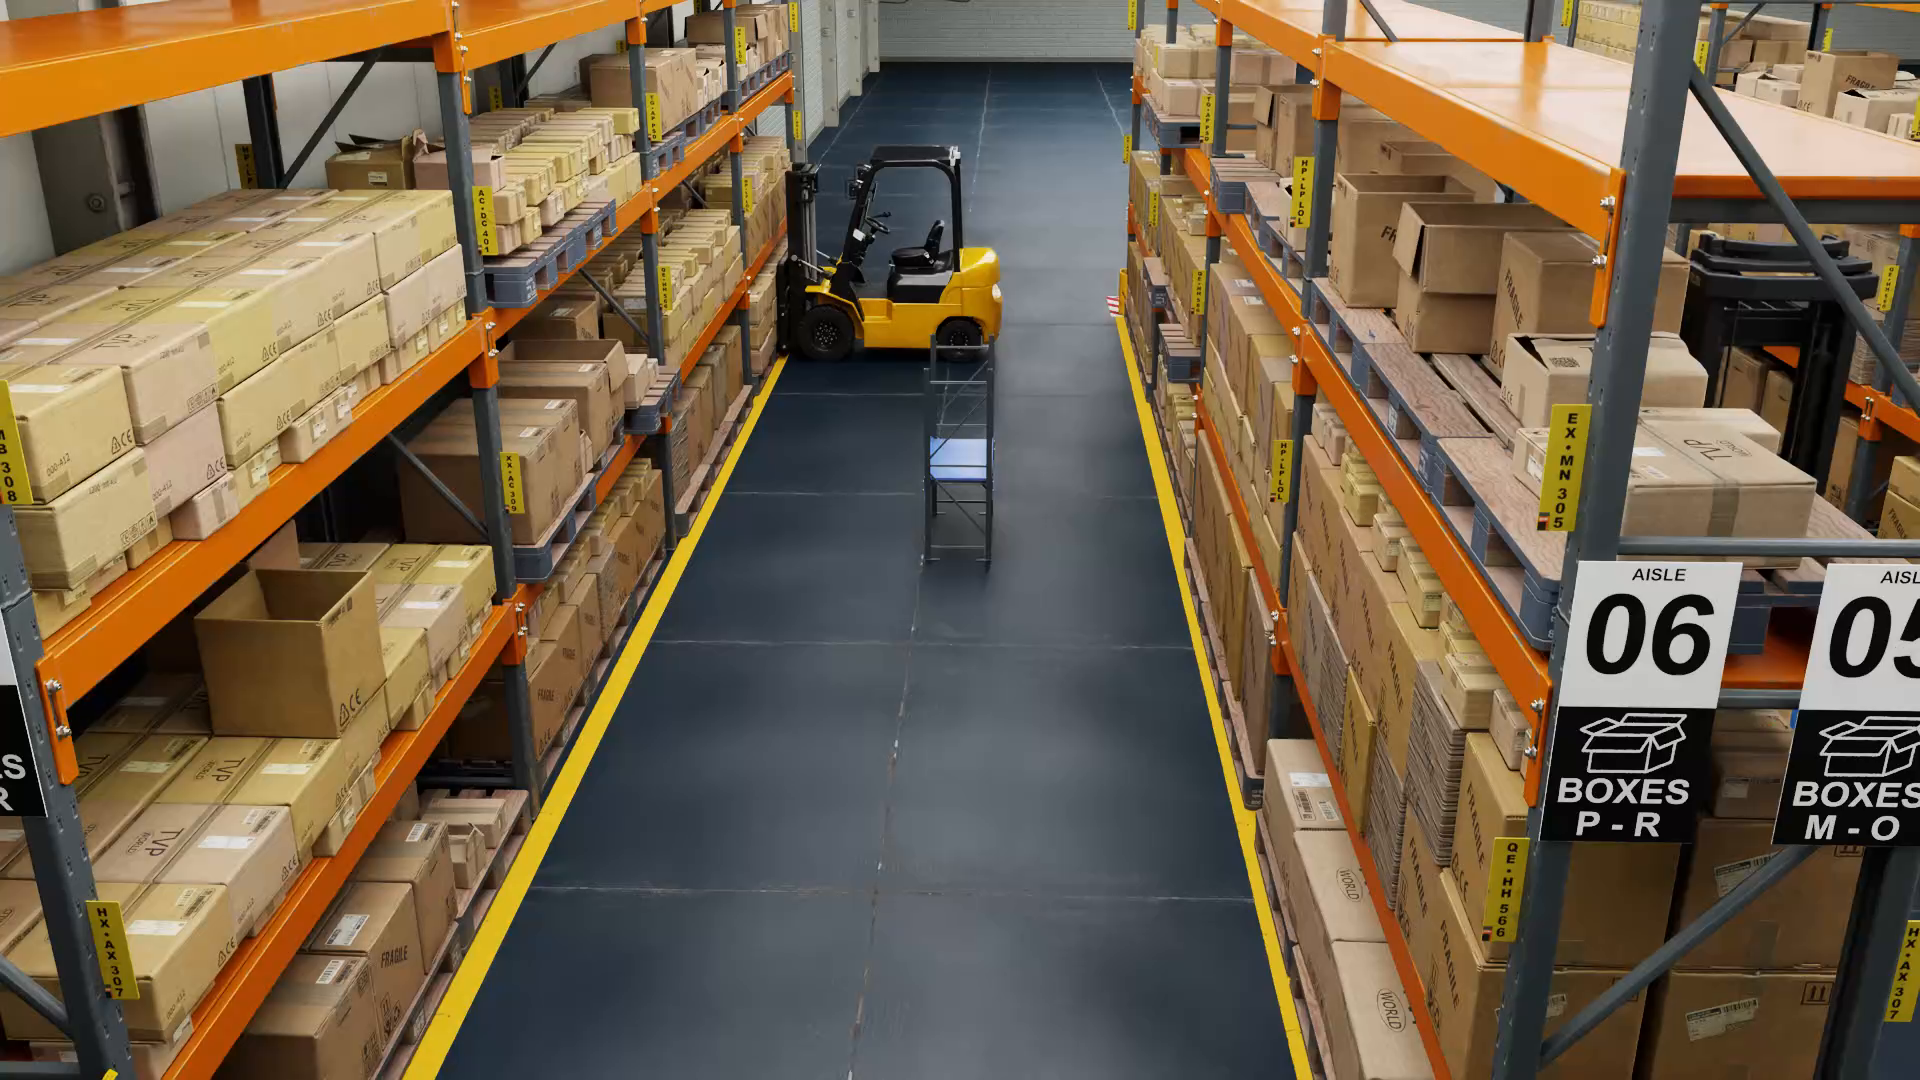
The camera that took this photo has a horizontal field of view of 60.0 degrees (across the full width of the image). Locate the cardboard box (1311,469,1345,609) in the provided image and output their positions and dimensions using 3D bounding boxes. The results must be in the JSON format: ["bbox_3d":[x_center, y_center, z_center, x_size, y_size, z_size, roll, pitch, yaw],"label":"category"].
[{"bbox_3d":[1.867,0.004,7.352,0.500,0.500,0.500,0,21,1],"label":"cardboard box"}]

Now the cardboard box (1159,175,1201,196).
[{"bbox_3d":[2.021,-3.245,15.220,0.380,0.149,0.250,1,21,1],"label":"cardboard box"}]

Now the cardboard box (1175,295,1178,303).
[{"bbox_3d":[2.009,-2.043,13.913,0.380,0.149,0.250,0,21,0],"label":"cardboard box"}]

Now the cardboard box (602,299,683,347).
[{"bbox_3d":[-2.412,-1.656,12.666,0.500,0.250,0.500,1,21,2],"label":"cardboard box"}]

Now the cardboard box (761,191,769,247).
[{"bbox_3d":[-2.285,-3.357,17.396,0.500,0.500,0.500,0,21,1],"label":"cardboard box"}]

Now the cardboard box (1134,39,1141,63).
[{"bbox_3d":[2.228,-5.463,18.610,0.500,0.250,0.500,0,21,1],"label":"cardboard box"}]

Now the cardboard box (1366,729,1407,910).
[{"bbox_3d":[1.810,1.019,6.117,0.500,0.500,0.500,1,21,3],"label":"cardboard box"}]

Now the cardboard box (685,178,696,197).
[{"bbox_3d":[-2.816,-3.478,16.400,0.380,0.149,0.250,0,21,0],"label":"cardboard box"}]

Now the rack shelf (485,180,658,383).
[{"bbox_3d":[-2.756,-1.675,10.047,1.077,0.370,4.000,1,21,2],"label":"rack shelf"}]

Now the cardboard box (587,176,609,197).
[{"bbox_3d":[-2.497,-2.113,10.388,0.500,0.250,0.500,1,21,2],"label":"cardboard box"}]

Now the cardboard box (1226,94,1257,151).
[{"bbox_3d":[2.305,-3.069,12.508,0.700,0.500,0.500,1,21,2],"label":"cardboard box"}]

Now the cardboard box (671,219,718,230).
[{"bbox_3d":[-2.411,-2.823,15.123,0.380,0.149,0.250,1,21,2],"label":"cardboard box"}]

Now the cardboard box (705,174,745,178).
[{"bbox_3d":[-2.351,-3.569,16.634,0.380,0.149,0.250,0,21,1],"label":"cardboard box"}]

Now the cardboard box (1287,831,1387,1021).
[{"bbox_3d":[1.992,1.713,7.430,0.875,0.438,0.875,0,21,0],"label":"cardboard box"}]

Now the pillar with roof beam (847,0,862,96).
[{"bbox_3d":[1.659,-15.413,40.312,9.100,9.000,0.400,1,21,2],"label":"pillar with roof beam"}]

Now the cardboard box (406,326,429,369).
[{"bbox_3d":[-2.560,-0.851,7.277,0.380,0.149,0.250,1,21,3],"label":"cardboard box"}]

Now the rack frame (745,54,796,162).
[{"bbox_3d":[-2.452,-4.228,19.778,1.000,3.000,0.127,1,21,2],"label":"rack frame"}]

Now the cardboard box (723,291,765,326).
[{"bbox_3d":[-2.245,-2.333,16.733,0.500,0.250,0.500,0,21,1],"label":"cardboard box"}]

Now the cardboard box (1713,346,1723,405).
[{"bbox_3d":[7.410,-1.632,15.617,1.050,0.750,0.750,1,21,1],"label":"cardboard box"}]

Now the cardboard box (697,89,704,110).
[{"bbox_3d":[-2.327,-3.625,13.707,0.380,0.149,0.250,0,21,1],"label":"cardboard box"}]

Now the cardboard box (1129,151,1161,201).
[{"bbox_3d":[2.218,-4.191,19.135,0.500,0.500,0.500,0,21,1],"label":"cardboard box"}]

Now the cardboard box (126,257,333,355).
[{"bbox_3d":[-2.632,-0.850,6.032,0.500,0.250,0.500,1,21,3],"label":"cardboard box"}]

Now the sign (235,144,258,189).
[{"bbox_3d":[-3.371,-1.717,7.901,0.100,0.325,0.005,1,21,2],"label":"sign"}]

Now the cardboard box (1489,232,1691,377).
[{"bbox_3d":[2.235,-0.804,5.950,0.500,0.500,0.500,1,21,3],"label":"cardboard box"}]

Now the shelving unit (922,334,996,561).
[{"bbox_3d":[0.003,-0.730,12.837,0.538,1.500,1.048,1,21,2],"label":"shelving unit"}]

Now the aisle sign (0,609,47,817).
[{"bbox_3d":[-2.647,0.373,4.326,0.394,0.787,0.004,1,21,2],"label":"aisle sign"}]

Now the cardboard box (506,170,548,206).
[{"bbox_3d":[-2.382,-1.843,8.702,0.380,0.149,0.250,0,21,1],"label":"cardboard box"}]

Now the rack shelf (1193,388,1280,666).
[{"bbox_3d":[2.206,-0.223,10.452,1.077,0.370,4.000,1,21,2],"label":"rack shelf"}]

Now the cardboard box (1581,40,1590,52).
[{"bbox_3d":[7.123,-5.467,18.455,0.380,0.149,0.250,1,21,2],"label":"cardboard box"}]

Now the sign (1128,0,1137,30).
[{"bbox_3d":[1.968,-5.986,18.955,0.100,0.325,0.005,1,21,2],"label":"sign"}]

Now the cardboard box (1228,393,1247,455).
[{"bbox_3d":[1.931,-0.714,10.239,0.500,0.250,0.500,1,21,3],"label":"cardboard box"}]

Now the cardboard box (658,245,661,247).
[{"bbox_3d":[-2.870,-2.582,15.053,0.500,0.250,0.500,0,21,1],"label":"cardboard box"}]

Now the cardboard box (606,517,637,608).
[{"bbox_3d":[-2.532,0.160,11.345,0.500,0.500,0.500,2,21,4],"label":"cardboard box"}]

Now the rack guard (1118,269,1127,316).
[{"bbox_3d":[2.508,-2.981,20.022,1.175,0.500,0.348,1,21,2],"label":"rack guard"}]

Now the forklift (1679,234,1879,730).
[{"bbox_3d":[4.562,-0.473,10.196,1.130,2.935,3.031,1,21,2],"label":"forklift"}]

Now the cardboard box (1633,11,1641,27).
[{"bbox_3d":[7.077,-5.290,16.896,0.380,0.149,0.250,1,21,2],"label":"cardboard box"}]

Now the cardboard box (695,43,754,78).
[{"bbox_3d":[-2.304,-4.679,16.198,0.500,0.311,0.500,1,21,3],"label":"cardboard box"}]

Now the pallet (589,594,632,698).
[{"bbox_3d":[-2.795,0.675,10.999,1.003,0.211,1.213,1,21,2],"label":"pallet"}]

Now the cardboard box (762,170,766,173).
[{"bbox_3d":[-2.294,-3.895,17.885,0.380,0.149,0.250,0,21,1],"label":"cardboard box"}]

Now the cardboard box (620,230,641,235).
[{"bbox_3d":[-2.887,-2.637,14.642,0.380,0.149,0.250,1,21,2],"label":"cardboard box"}]

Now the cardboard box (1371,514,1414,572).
[{"bbox_3d":[1.811,0.011,6.436,0.380,0.149,0.250,1,21,2],"label":"cardboard box"}]

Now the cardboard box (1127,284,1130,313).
[{"bbox_3d":[2.209,-2.800,19.318,0.500,0.250,0.500,0,21,1],"label":"cardboard box"}]

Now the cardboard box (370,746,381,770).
[{"bbox_3d":[-2.639,0.904,6.899,0.380,0.149,0.250,1,21,1],"label":"cardboard box"}]

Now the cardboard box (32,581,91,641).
[{"bbox_3d":[-2.696,0.164,4.661,0.380,0.149,0.250,1,21,3],"label":"cardboard box"}]

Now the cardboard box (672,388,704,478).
[{"bbox_3d":[-2.650,-0.885,13.867,0.875,0.625,0.625,1,21,3],"label":"cardboard box"}]

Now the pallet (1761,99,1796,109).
[{"bbox_3d":[7.361,-3.687,14.503,0.805,0.209,1.217,0,21,-1],"label":"pallet"}]

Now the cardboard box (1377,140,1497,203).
[{"bbox_3d":[2.462,-1.792,8.635,0.500,0.500,0.500,0,21,1],"label":"cardboard box"}]

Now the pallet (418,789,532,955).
[{"bbox_3d":[-2.838,1.660,8.460,1.003,0.211,1.213,1,21,2],"label":"pallet"}]

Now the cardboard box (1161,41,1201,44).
[{"bbox_3d":[2.196,-4.875,16.544,0.380,0.149,0.250,0,21,1],"label":"cardboard box"}]

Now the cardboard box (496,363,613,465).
[{"bbox_3d":[-2.539,-0.775,10.160,0.700,0.500,0.500,1,21,1],"label":"cardboard box"}]

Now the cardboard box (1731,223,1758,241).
[{"bbox_3d":[7.316,-2.857,14.726,0.700,0.500,0.500,0,21,1],"label":"cardboard box"}]

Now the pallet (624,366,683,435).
[{"bbox_3d":[-2.645,-1.000,11.724,1.213,0.211,1.003,1,21,2],"label":"pallet"}]

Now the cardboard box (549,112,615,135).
[{"bbox_3d":[-2.523,-2.767,11.111,0.380,0.149,0.250,0,21,0],"label":"cardboard box"}]

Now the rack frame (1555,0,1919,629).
[{"bbox_3d":[2.023,-1.186,3.646,1.000,3.000,0.127,1,21,2],"label":"rack frame"}]

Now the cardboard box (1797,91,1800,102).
[{"bbox_3d":[7.070,-3.614,13.517,0.396,0.266,0.258,1,21,2],"label":"cardboard box"}]

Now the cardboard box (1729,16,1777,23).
[{"bbox_3d":[7.712,-5.009,16.171,0.380,0.149,0.250,0,21,1],"label":"cardboard box"}]

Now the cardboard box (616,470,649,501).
[{"bbox_3d":[-2.434,-0.387,11.859,0.380,0.149,0.250,0,21,-1],"label":"cardboard box"}]

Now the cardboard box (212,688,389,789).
[{"bbox_3d":[-2.634,0.777,6.676,0.500,0.250,0.500,0,21,0],"label":"cardboard box"}]
